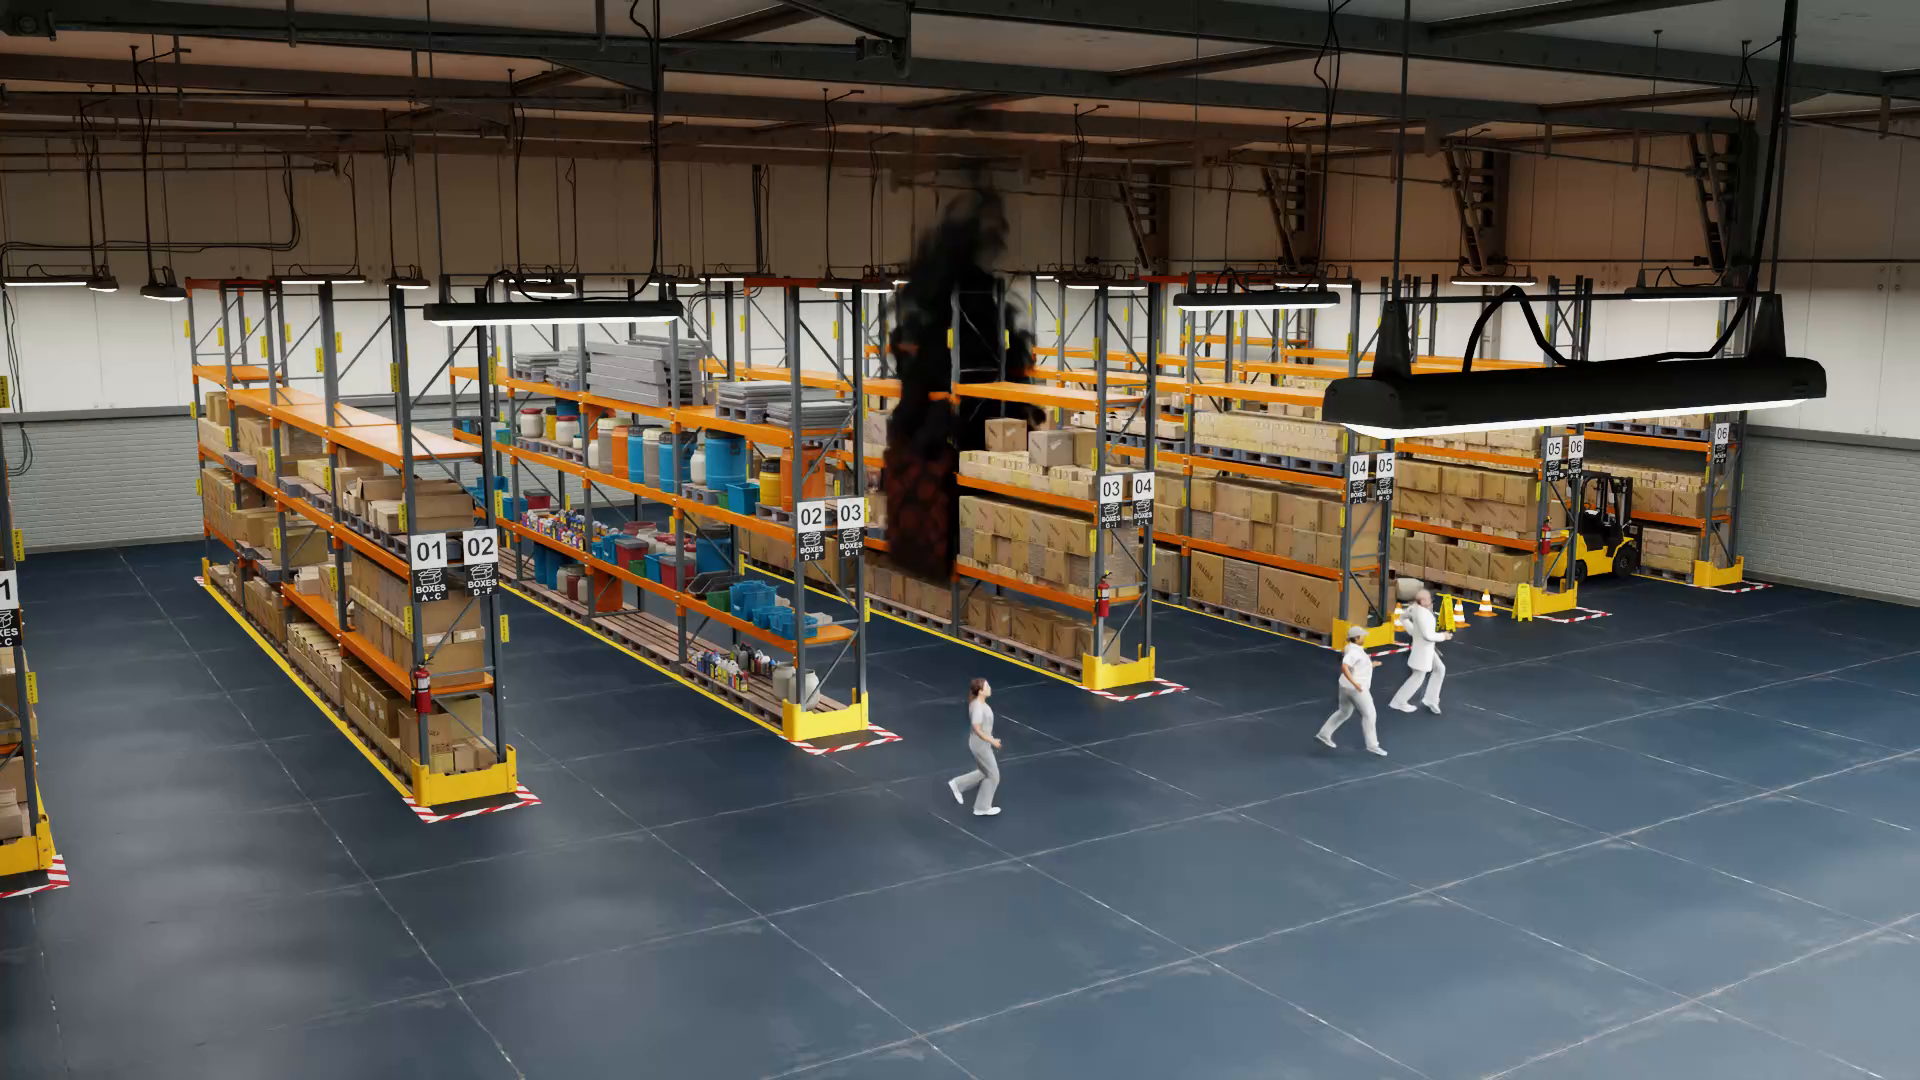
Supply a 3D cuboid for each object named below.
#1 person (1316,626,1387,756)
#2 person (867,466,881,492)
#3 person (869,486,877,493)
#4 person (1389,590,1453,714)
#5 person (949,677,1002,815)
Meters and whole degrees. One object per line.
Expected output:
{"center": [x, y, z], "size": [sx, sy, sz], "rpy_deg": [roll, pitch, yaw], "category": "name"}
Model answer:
{"center": [5.071, 1.936, 21.418], "size": [0.895, 1.689, 0.594], "rpy_deg": [-1, 10, -4], "category": "person"}
{"center": [-2.010, -0.820, 37.824], "size": [0.729, 1.757, 0.988], "rpy_deg": [-5, 11, -26], "category": "person"}
{"center": [-1.842, -0.268, 34.839], "size": [0.591, 1.670, 0.771], "rpy_deg": [-6, 11, -31], "category": "person"}
{"center": [6.480, 1.592, 23.359], "size": [0.826, 1.820, 0.713], "rpy_deg": [2, 10, 10], "category": "person"}
{"center": [0.171, 2.362, 19.067], "size": [0.601, 1.624, 0.609], "rpy_deg": [-1, 10, -3], "category": "person"}
